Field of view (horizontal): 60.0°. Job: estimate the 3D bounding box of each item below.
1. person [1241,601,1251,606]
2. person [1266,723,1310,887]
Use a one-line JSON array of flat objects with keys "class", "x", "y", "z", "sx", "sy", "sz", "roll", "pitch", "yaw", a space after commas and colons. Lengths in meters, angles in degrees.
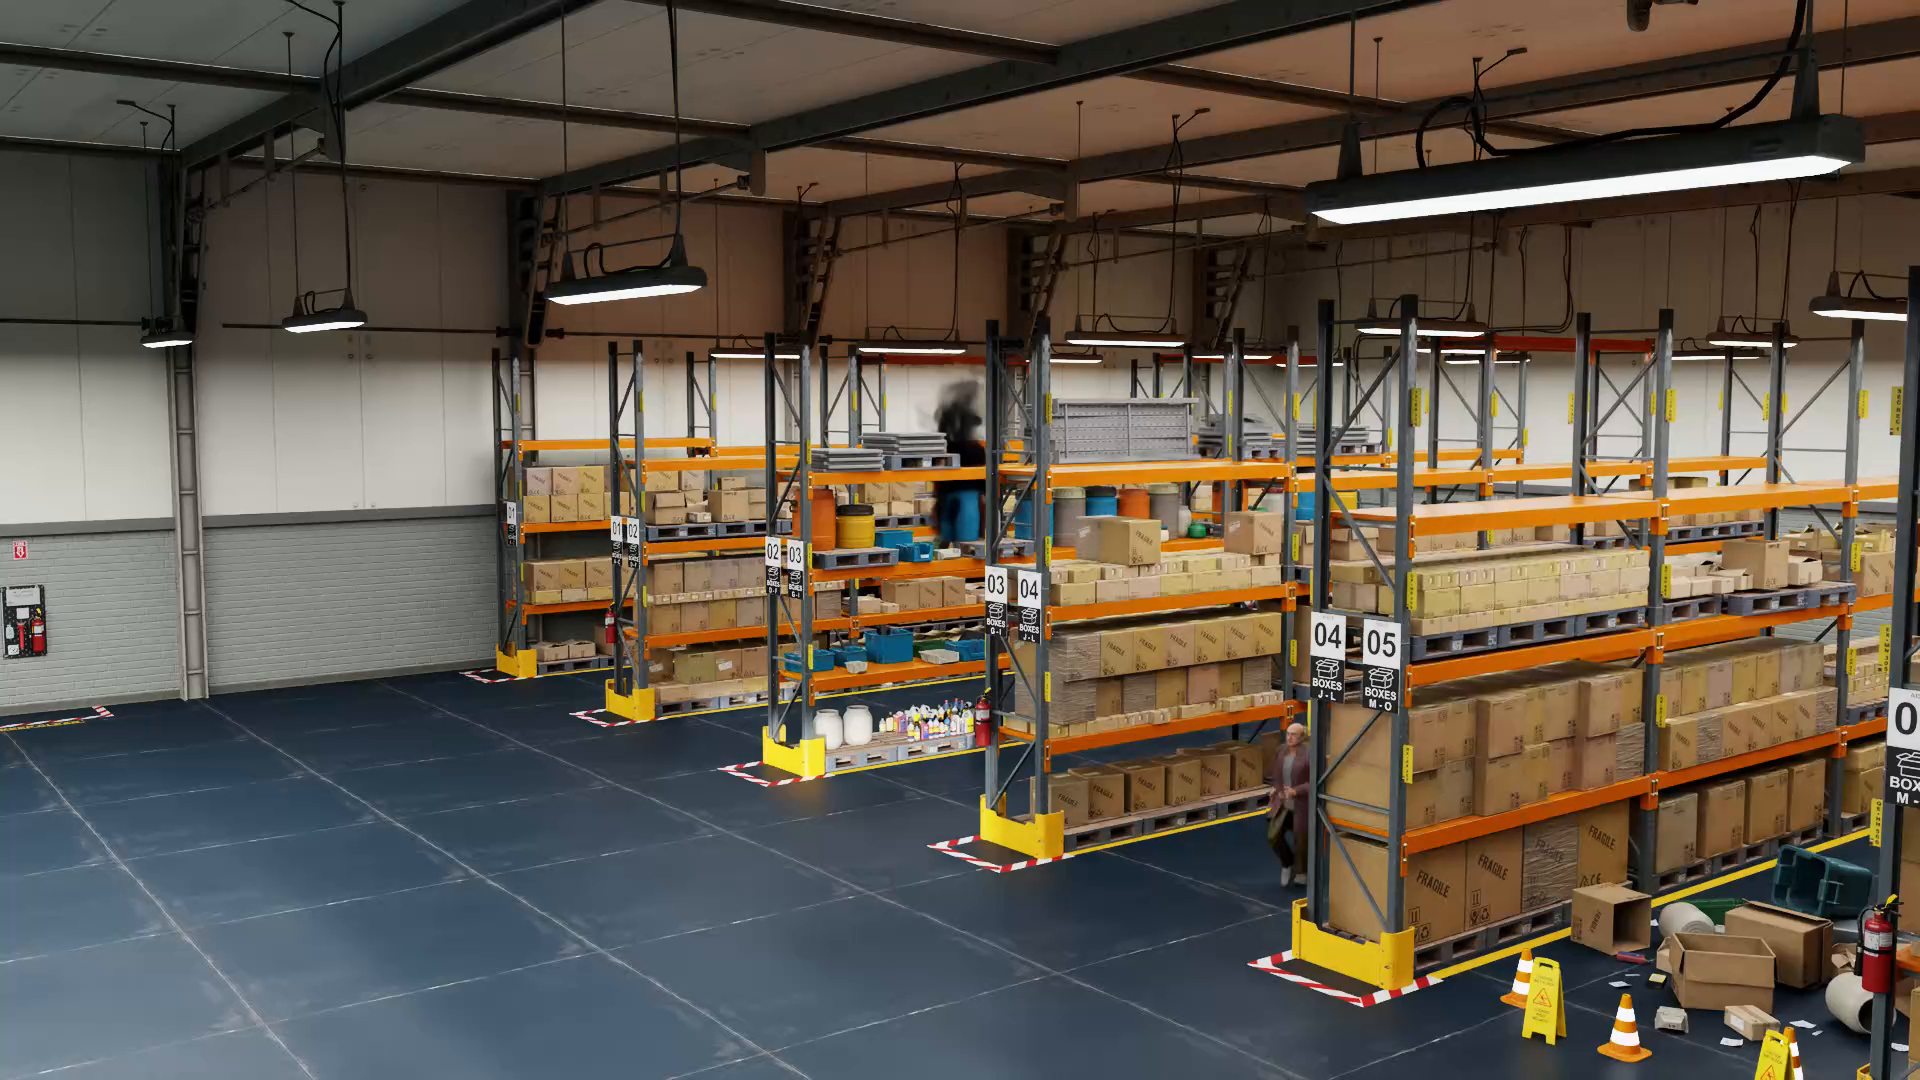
[{"class": "person", "x": 5.359, "y": 1.481, "z": 31.936, "sx": 0.694, "sy": 1.777, "sz": 0.628, "roll": -5, "pitch": 7, "yaw": -43}, {"class": "person", "x": 3.468, "y": 2.766, "z": 17.295, "sx": 0.680, "sy": 1.750, "sz": 0.790, "roll": 4, "pitch": 7, "yaw": 40}]
